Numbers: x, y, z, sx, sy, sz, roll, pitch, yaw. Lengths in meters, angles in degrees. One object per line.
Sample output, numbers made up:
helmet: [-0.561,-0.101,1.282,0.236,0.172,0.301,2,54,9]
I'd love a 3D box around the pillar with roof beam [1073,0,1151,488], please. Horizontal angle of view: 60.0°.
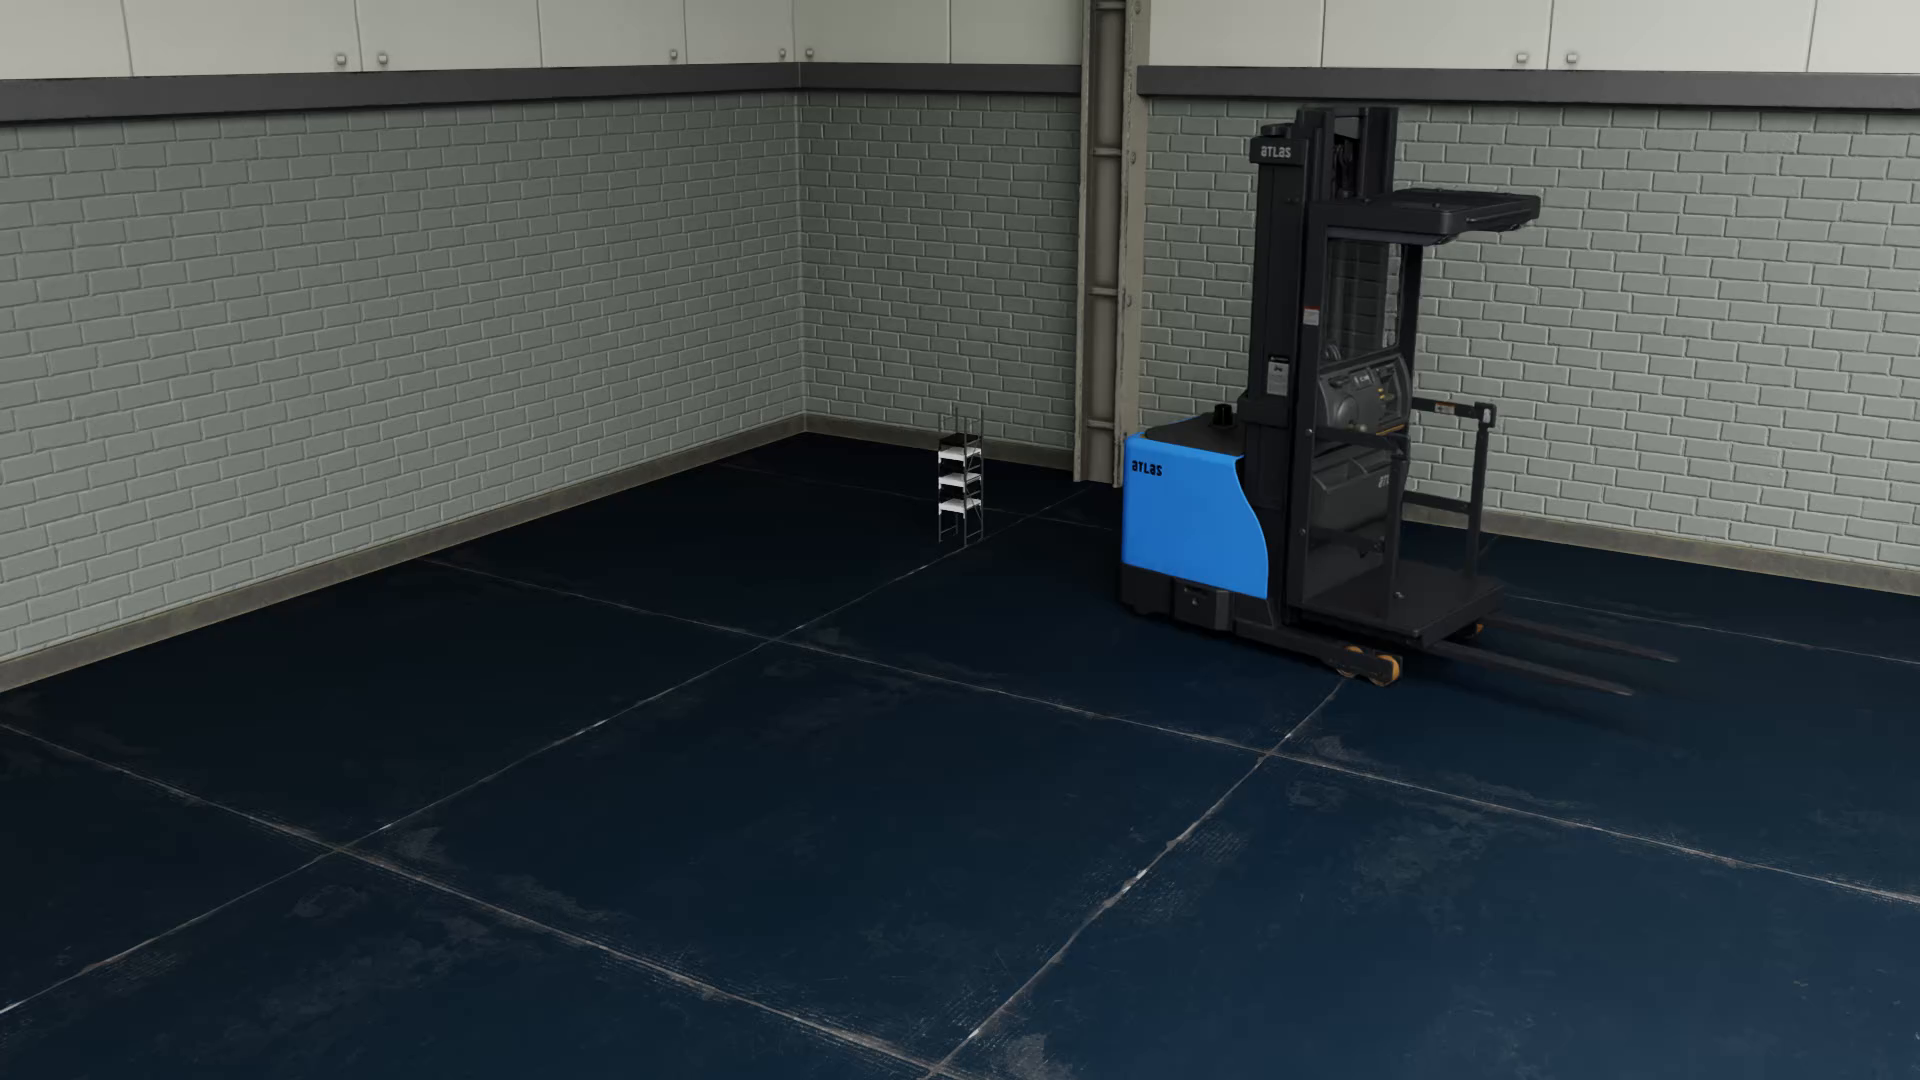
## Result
pillar with roof beam: [-1.131,-3.705,8.094,0.400,9.000,9.100,10,20,30]

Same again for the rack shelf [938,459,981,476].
rack shelf: [0.007,-0.484,11.230,0.200,0.077,0.258,10,20,30]

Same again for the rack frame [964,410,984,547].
rack frame: [0.094,-0.414,11.195,0.006,0.900,0.240,10,20,30]

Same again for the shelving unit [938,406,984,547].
shelving unit: [0.007,-0.429,11.246,0.210,0.900,0.258,10,20,30]

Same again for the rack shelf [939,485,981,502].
rack shelf: [0.007,-0.311,11.282,0.200,0.077,0.258,10,20,30]

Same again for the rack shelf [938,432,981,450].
rack shelf: [0.007,-0.656,11.178,0.200,0.077,0.258,10,20,30]

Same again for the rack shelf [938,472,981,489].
rack shelf: [0.007,-0.397,11.256,0.200,0.077,0.258,10,20,30]

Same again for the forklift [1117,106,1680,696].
forklift: [2.373,-0.798,8.966,3.031,2.935,1.130,15,22,40]

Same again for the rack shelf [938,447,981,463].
rack shelf: [0.007,-0.570,11.204,0.200,0.077,0.258,10,20,30]

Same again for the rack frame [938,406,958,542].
rack frame: [-0.080,-0.445,11.297,0.006,0.900,0.240,10,20,30]

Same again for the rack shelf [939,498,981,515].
rack shelf: [0.007,-0.225,11.308,0.200,0.077,0.258,10,20,30]
